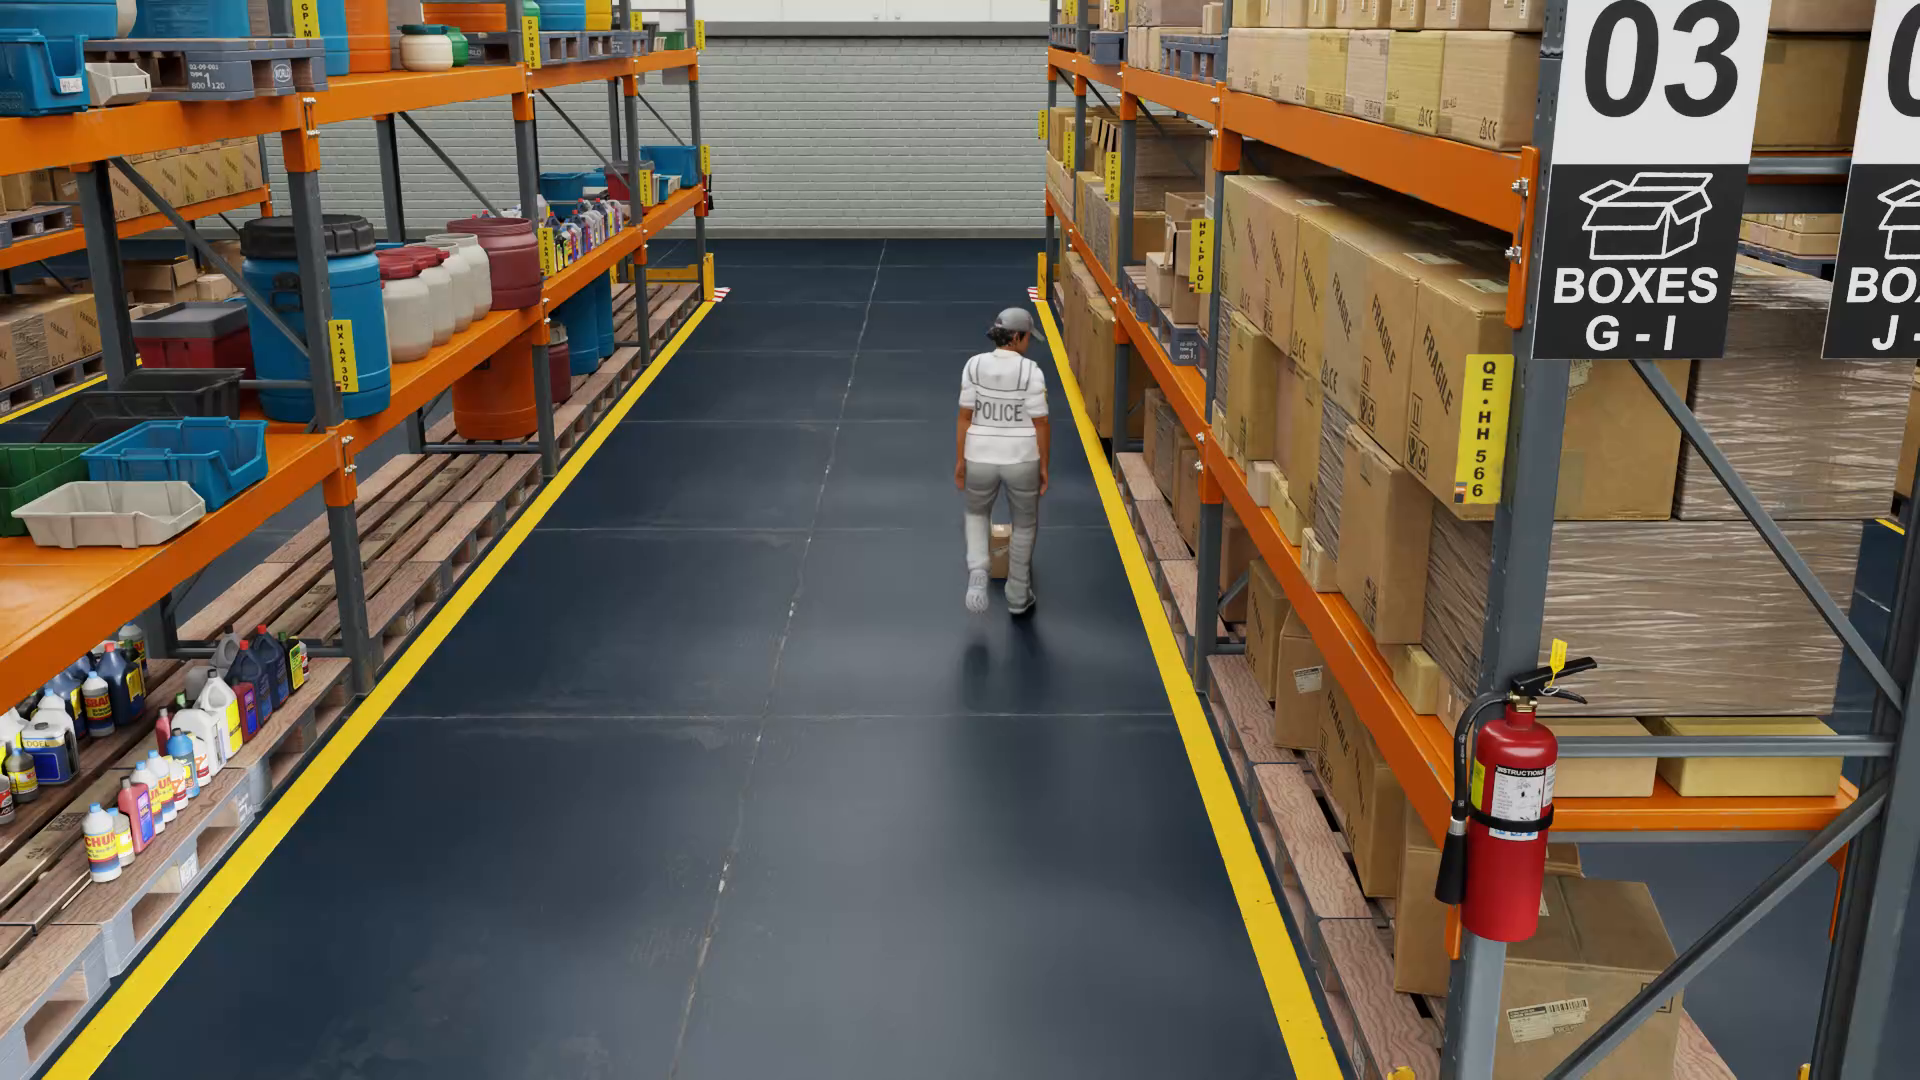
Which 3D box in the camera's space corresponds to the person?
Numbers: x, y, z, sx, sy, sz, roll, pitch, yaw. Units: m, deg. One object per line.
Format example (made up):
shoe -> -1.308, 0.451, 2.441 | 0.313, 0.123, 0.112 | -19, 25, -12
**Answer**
person -> 0.231, -0.398, 8.764 | 0.506, 1.648, 0.534 | 4, 18, 14
